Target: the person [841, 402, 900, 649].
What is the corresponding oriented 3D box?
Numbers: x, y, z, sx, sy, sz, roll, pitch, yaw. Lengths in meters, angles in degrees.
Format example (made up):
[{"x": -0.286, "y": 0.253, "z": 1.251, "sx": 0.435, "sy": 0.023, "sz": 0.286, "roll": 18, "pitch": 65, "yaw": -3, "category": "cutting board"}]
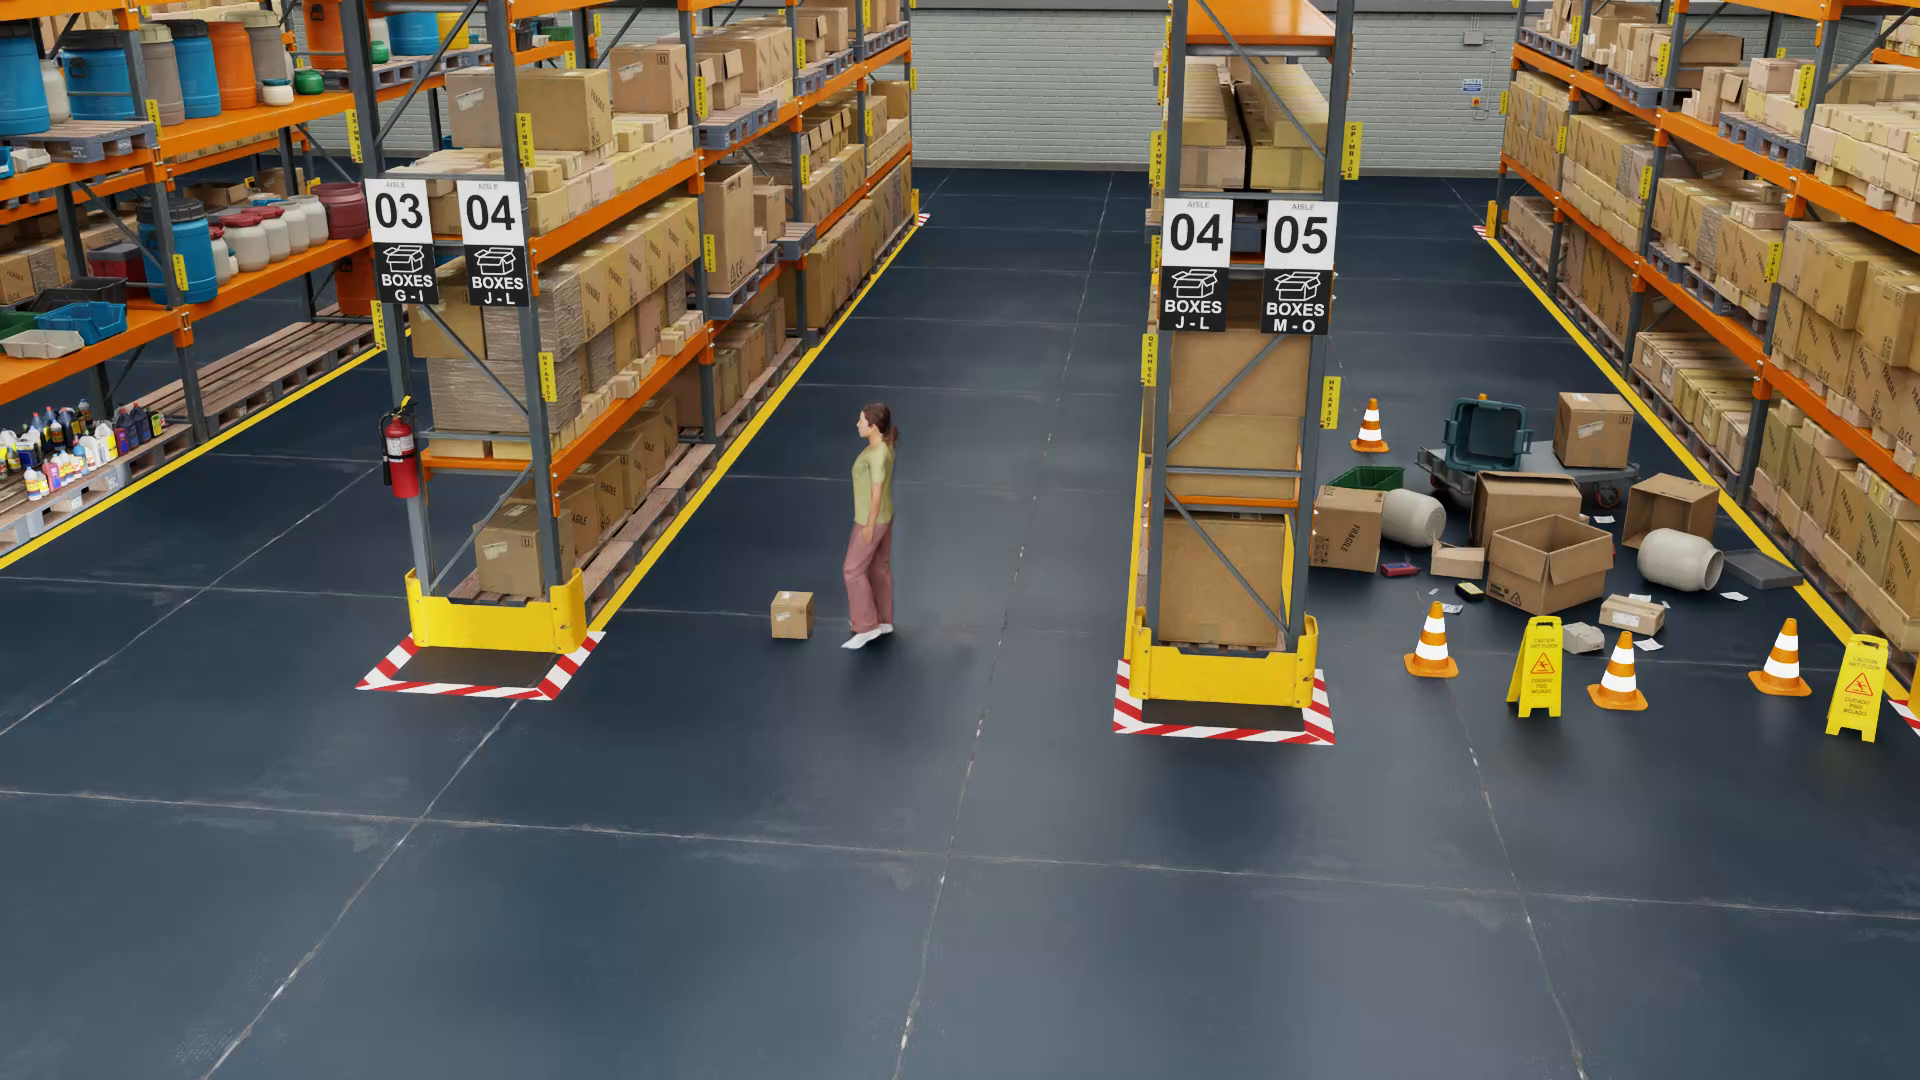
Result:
[{"x": -0.603, "y": -0.103, "z": 11.382, "sx": 0.401, "sy": 1.717, "sz": 0.501, "roll": 2, "pitch": 21, "yaw": 5, "category": "person"}]
